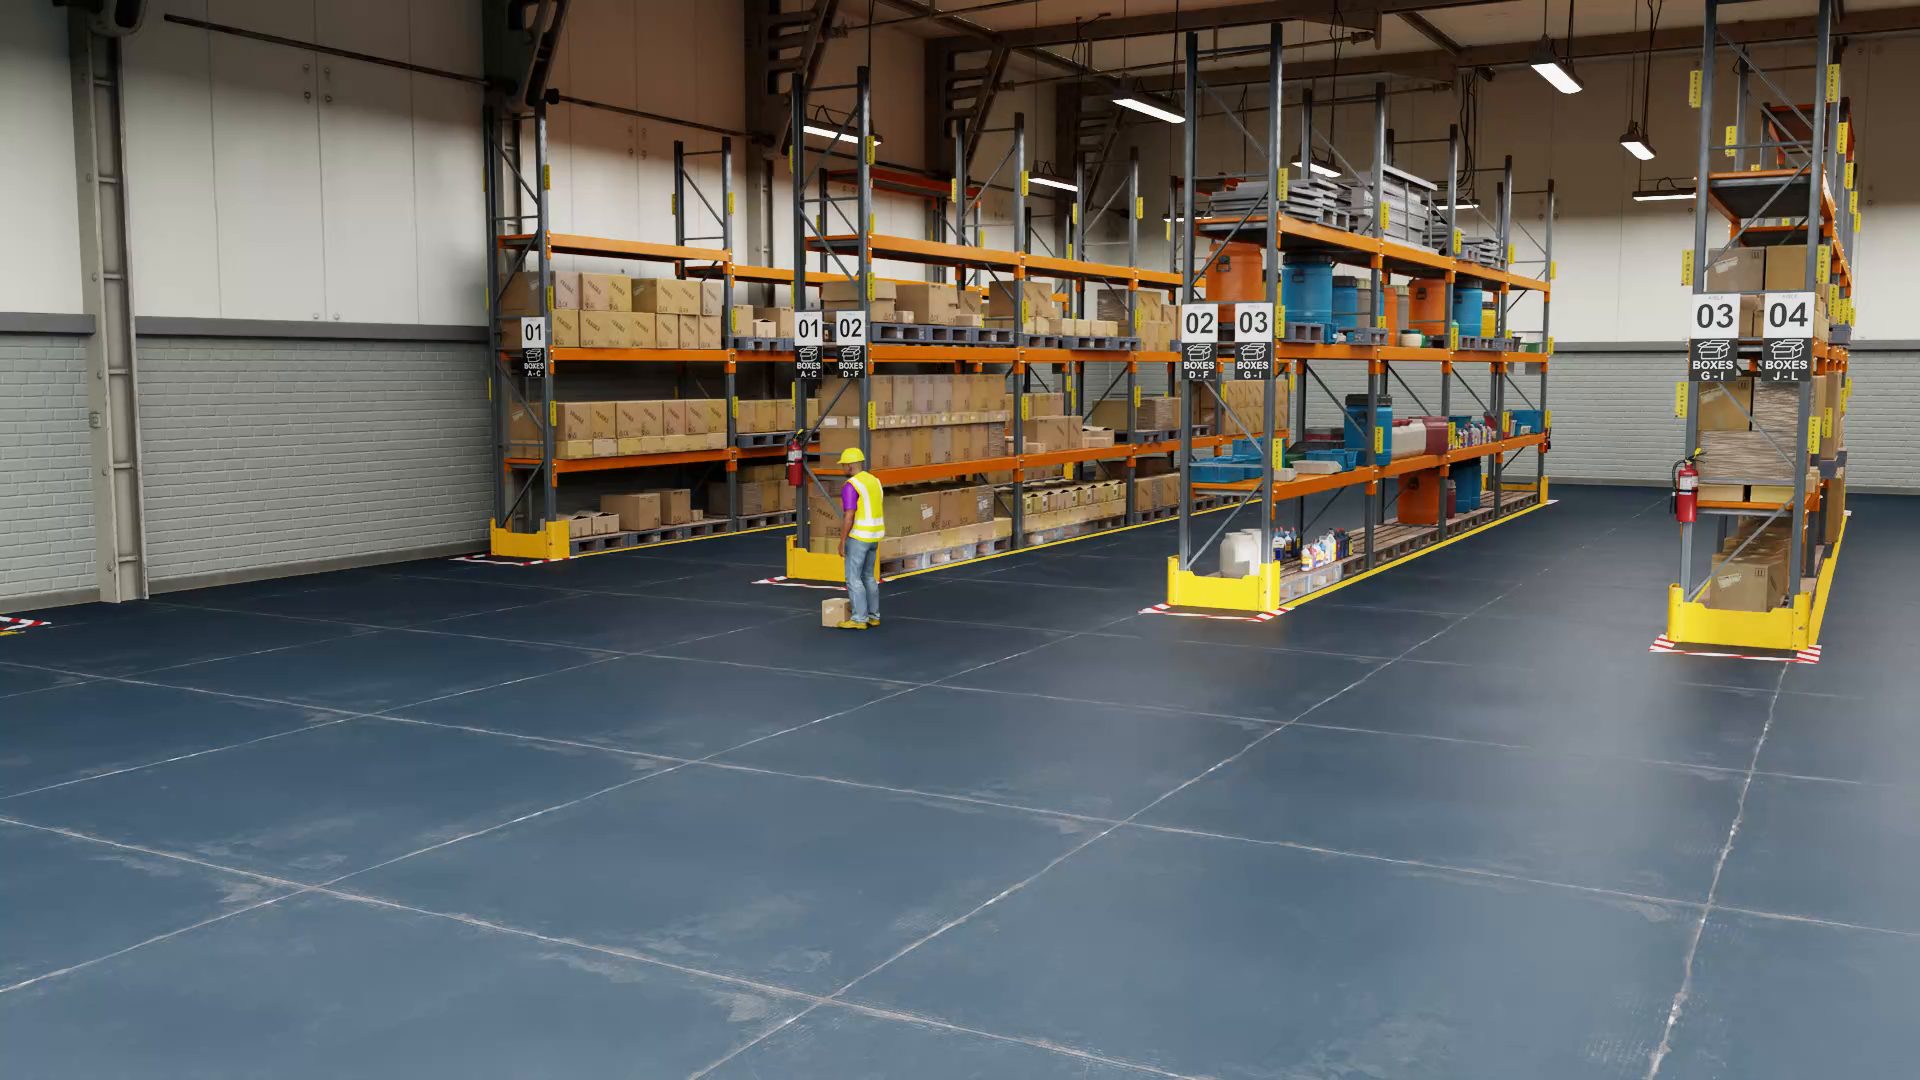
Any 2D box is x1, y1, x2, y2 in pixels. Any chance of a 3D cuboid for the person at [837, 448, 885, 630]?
[{"bbox_3d":[-0.982,-0.022,16.263,0.458,1.761,0.628,3,7,29],"label":"person"}]
